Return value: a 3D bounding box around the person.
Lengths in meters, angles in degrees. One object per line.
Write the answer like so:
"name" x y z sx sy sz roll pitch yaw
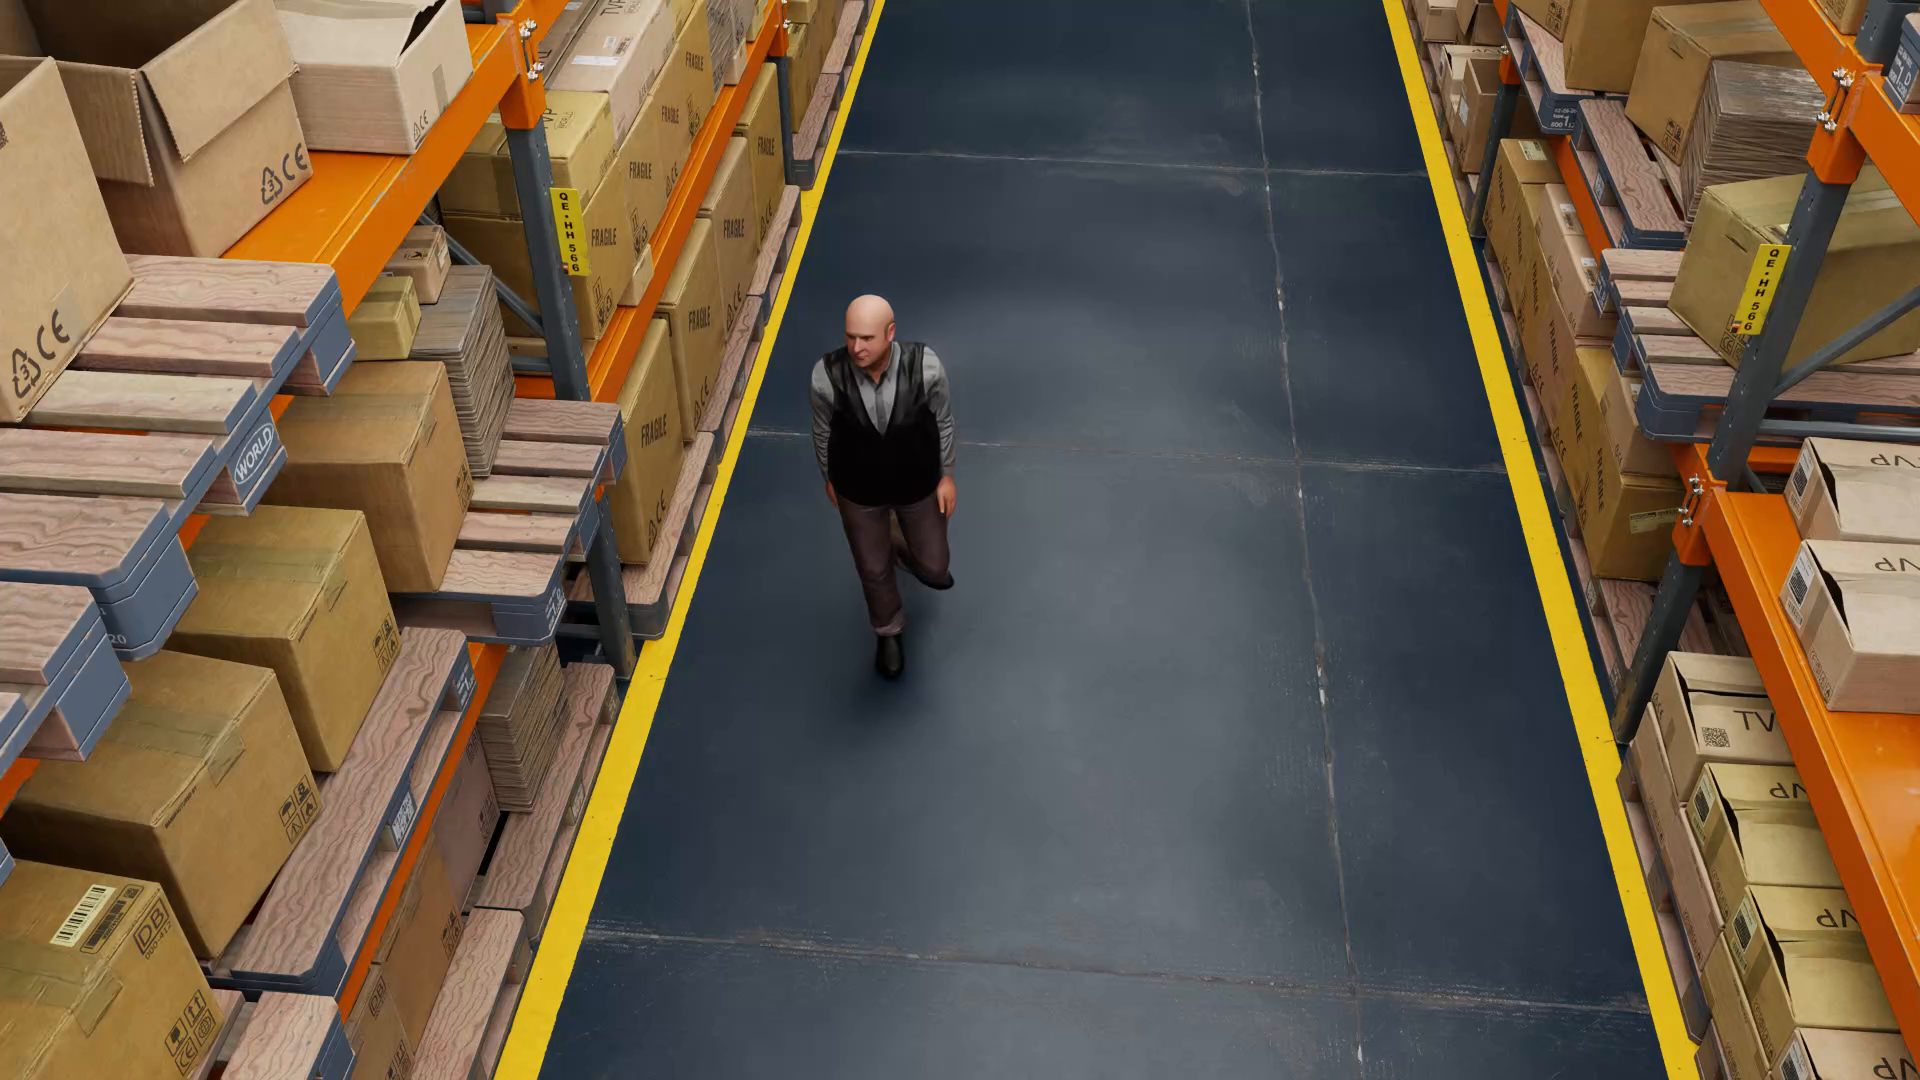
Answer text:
"person" -0.295 -0.213 6.515 0.541 1.474 0.545 -4 40 -4
